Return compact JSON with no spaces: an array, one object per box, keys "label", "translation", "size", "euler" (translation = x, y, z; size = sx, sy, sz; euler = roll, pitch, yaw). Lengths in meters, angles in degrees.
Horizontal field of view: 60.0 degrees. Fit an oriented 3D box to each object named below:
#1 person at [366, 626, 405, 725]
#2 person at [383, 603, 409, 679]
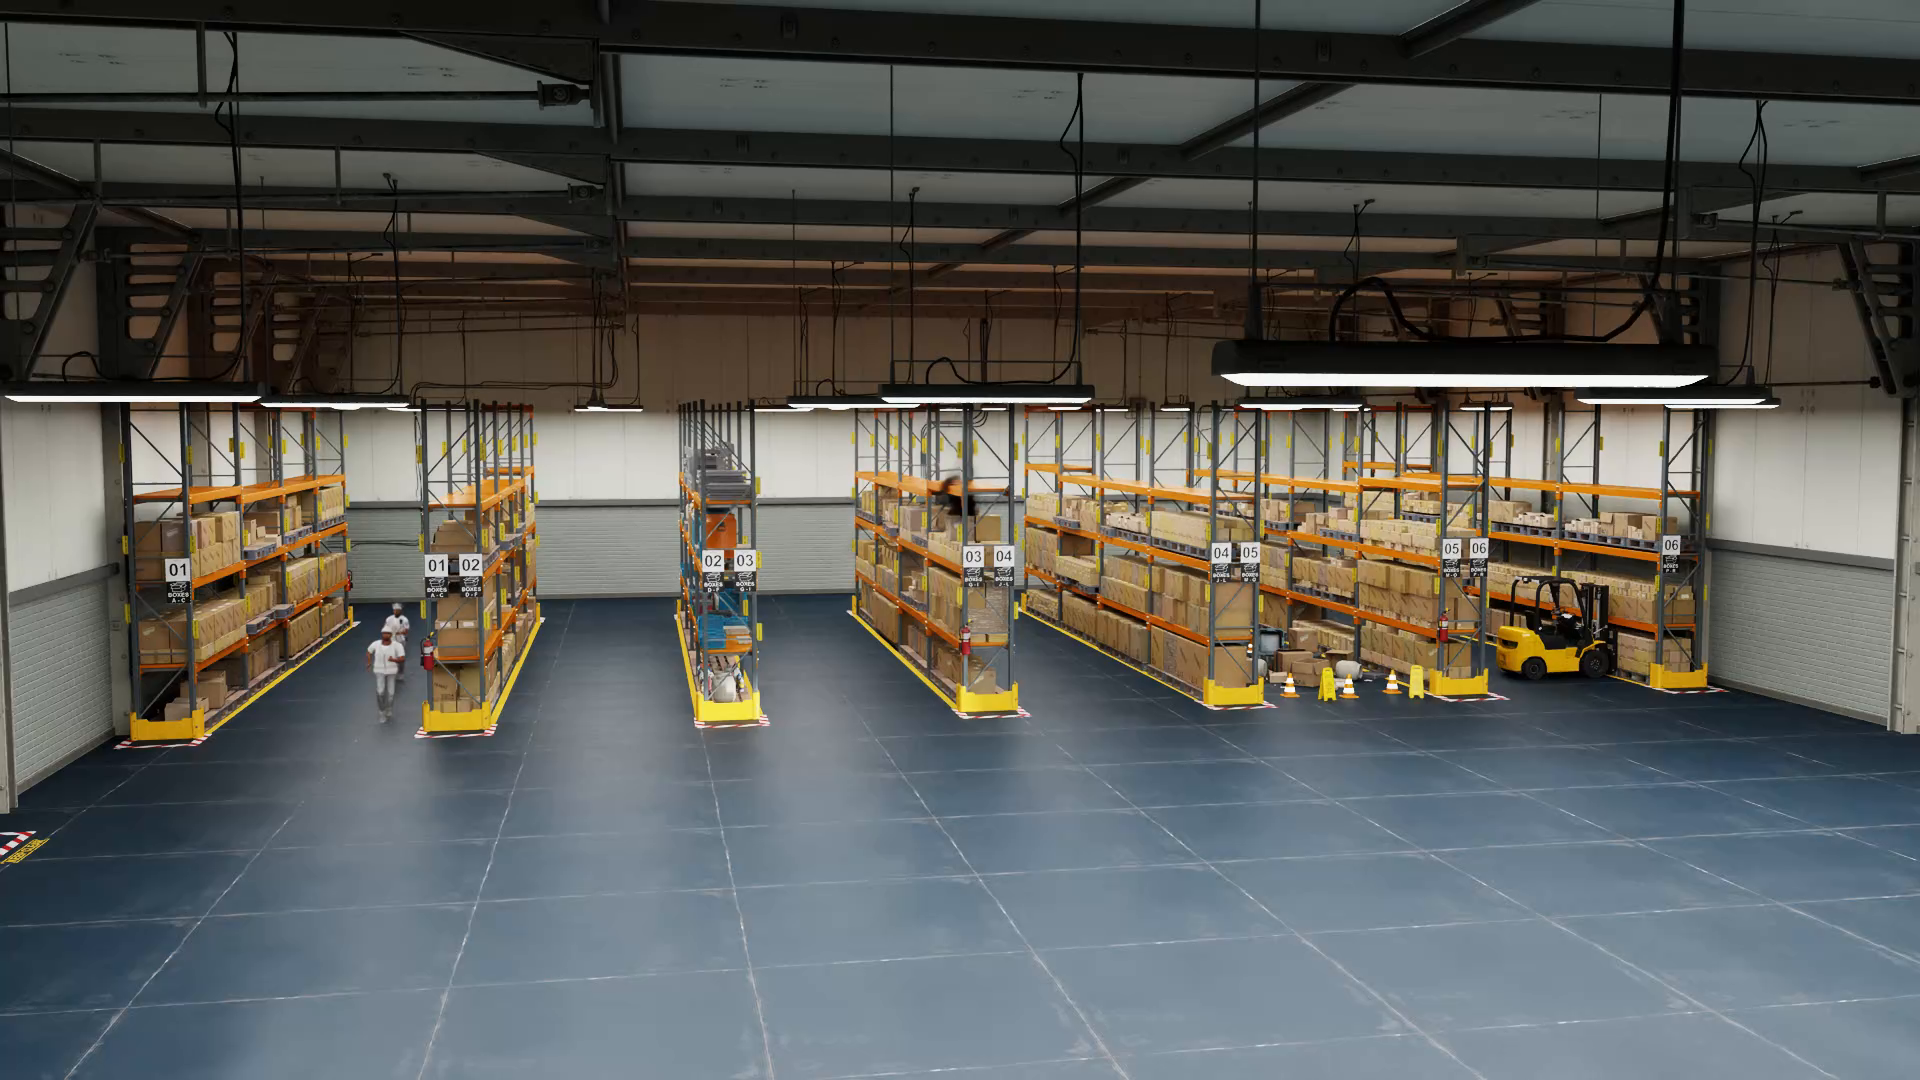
[{"label":"person","translation":[-10.680,2.506,30.942],"size":[0.674,1.829,0.750],"euler":[-1,5,-19]},{"label":"person","translation":[-12.040,2.206,35.523],"size":[0.545,1.728,0.719],"euler":[-1,4,-15]}]
